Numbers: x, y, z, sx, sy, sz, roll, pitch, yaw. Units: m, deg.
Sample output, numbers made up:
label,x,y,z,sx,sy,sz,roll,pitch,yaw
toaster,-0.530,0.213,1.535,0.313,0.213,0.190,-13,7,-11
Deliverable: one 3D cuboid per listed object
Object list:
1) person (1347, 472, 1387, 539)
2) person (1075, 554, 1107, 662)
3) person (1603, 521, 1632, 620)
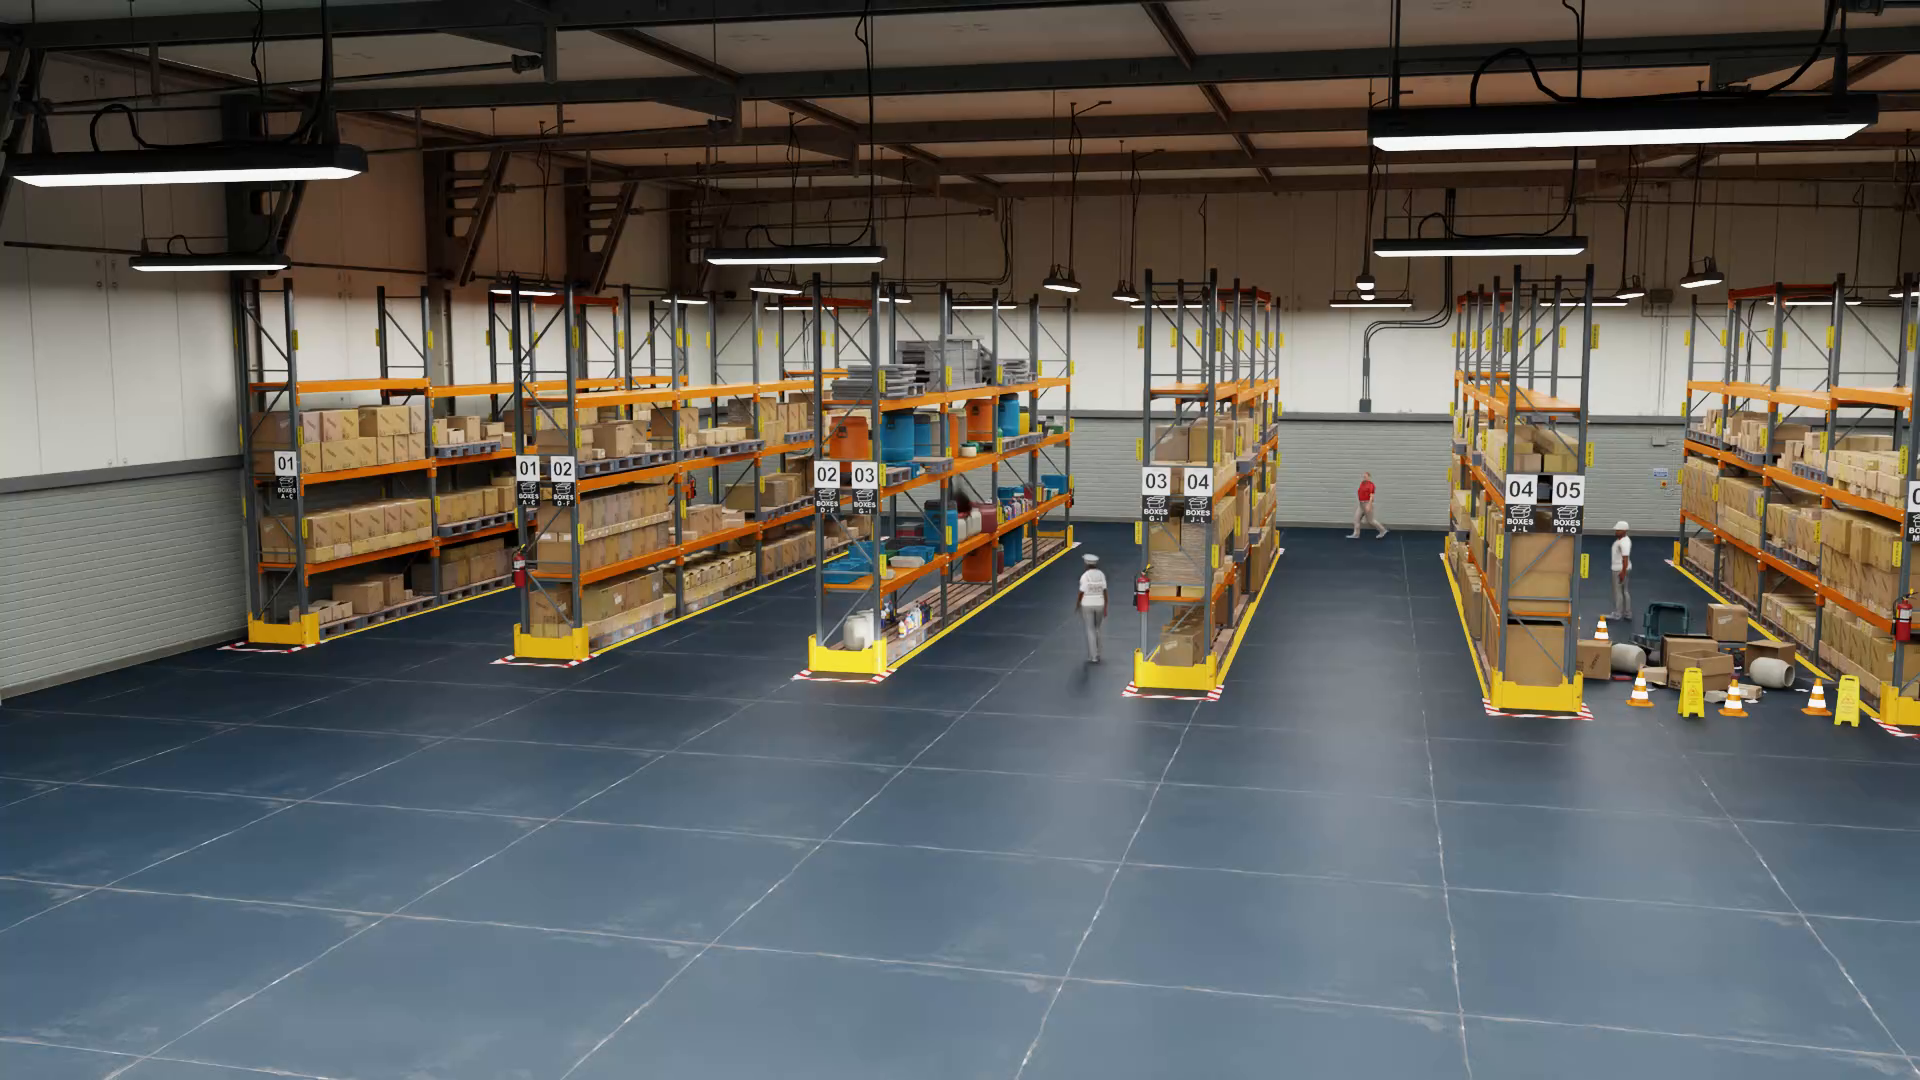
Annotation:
label,x,y,z,sx,sy,sz,roll,pitch,yaw
person,10.242,-0.867,41.859,0.959,1.689,0.571,-1,7,-7
person,2.057,1.091,25.988,0.489,1.737,0.598,-3,7,-21
person,11.907,0.544,29.969,0.435,1.772,0.594,6,9,40
